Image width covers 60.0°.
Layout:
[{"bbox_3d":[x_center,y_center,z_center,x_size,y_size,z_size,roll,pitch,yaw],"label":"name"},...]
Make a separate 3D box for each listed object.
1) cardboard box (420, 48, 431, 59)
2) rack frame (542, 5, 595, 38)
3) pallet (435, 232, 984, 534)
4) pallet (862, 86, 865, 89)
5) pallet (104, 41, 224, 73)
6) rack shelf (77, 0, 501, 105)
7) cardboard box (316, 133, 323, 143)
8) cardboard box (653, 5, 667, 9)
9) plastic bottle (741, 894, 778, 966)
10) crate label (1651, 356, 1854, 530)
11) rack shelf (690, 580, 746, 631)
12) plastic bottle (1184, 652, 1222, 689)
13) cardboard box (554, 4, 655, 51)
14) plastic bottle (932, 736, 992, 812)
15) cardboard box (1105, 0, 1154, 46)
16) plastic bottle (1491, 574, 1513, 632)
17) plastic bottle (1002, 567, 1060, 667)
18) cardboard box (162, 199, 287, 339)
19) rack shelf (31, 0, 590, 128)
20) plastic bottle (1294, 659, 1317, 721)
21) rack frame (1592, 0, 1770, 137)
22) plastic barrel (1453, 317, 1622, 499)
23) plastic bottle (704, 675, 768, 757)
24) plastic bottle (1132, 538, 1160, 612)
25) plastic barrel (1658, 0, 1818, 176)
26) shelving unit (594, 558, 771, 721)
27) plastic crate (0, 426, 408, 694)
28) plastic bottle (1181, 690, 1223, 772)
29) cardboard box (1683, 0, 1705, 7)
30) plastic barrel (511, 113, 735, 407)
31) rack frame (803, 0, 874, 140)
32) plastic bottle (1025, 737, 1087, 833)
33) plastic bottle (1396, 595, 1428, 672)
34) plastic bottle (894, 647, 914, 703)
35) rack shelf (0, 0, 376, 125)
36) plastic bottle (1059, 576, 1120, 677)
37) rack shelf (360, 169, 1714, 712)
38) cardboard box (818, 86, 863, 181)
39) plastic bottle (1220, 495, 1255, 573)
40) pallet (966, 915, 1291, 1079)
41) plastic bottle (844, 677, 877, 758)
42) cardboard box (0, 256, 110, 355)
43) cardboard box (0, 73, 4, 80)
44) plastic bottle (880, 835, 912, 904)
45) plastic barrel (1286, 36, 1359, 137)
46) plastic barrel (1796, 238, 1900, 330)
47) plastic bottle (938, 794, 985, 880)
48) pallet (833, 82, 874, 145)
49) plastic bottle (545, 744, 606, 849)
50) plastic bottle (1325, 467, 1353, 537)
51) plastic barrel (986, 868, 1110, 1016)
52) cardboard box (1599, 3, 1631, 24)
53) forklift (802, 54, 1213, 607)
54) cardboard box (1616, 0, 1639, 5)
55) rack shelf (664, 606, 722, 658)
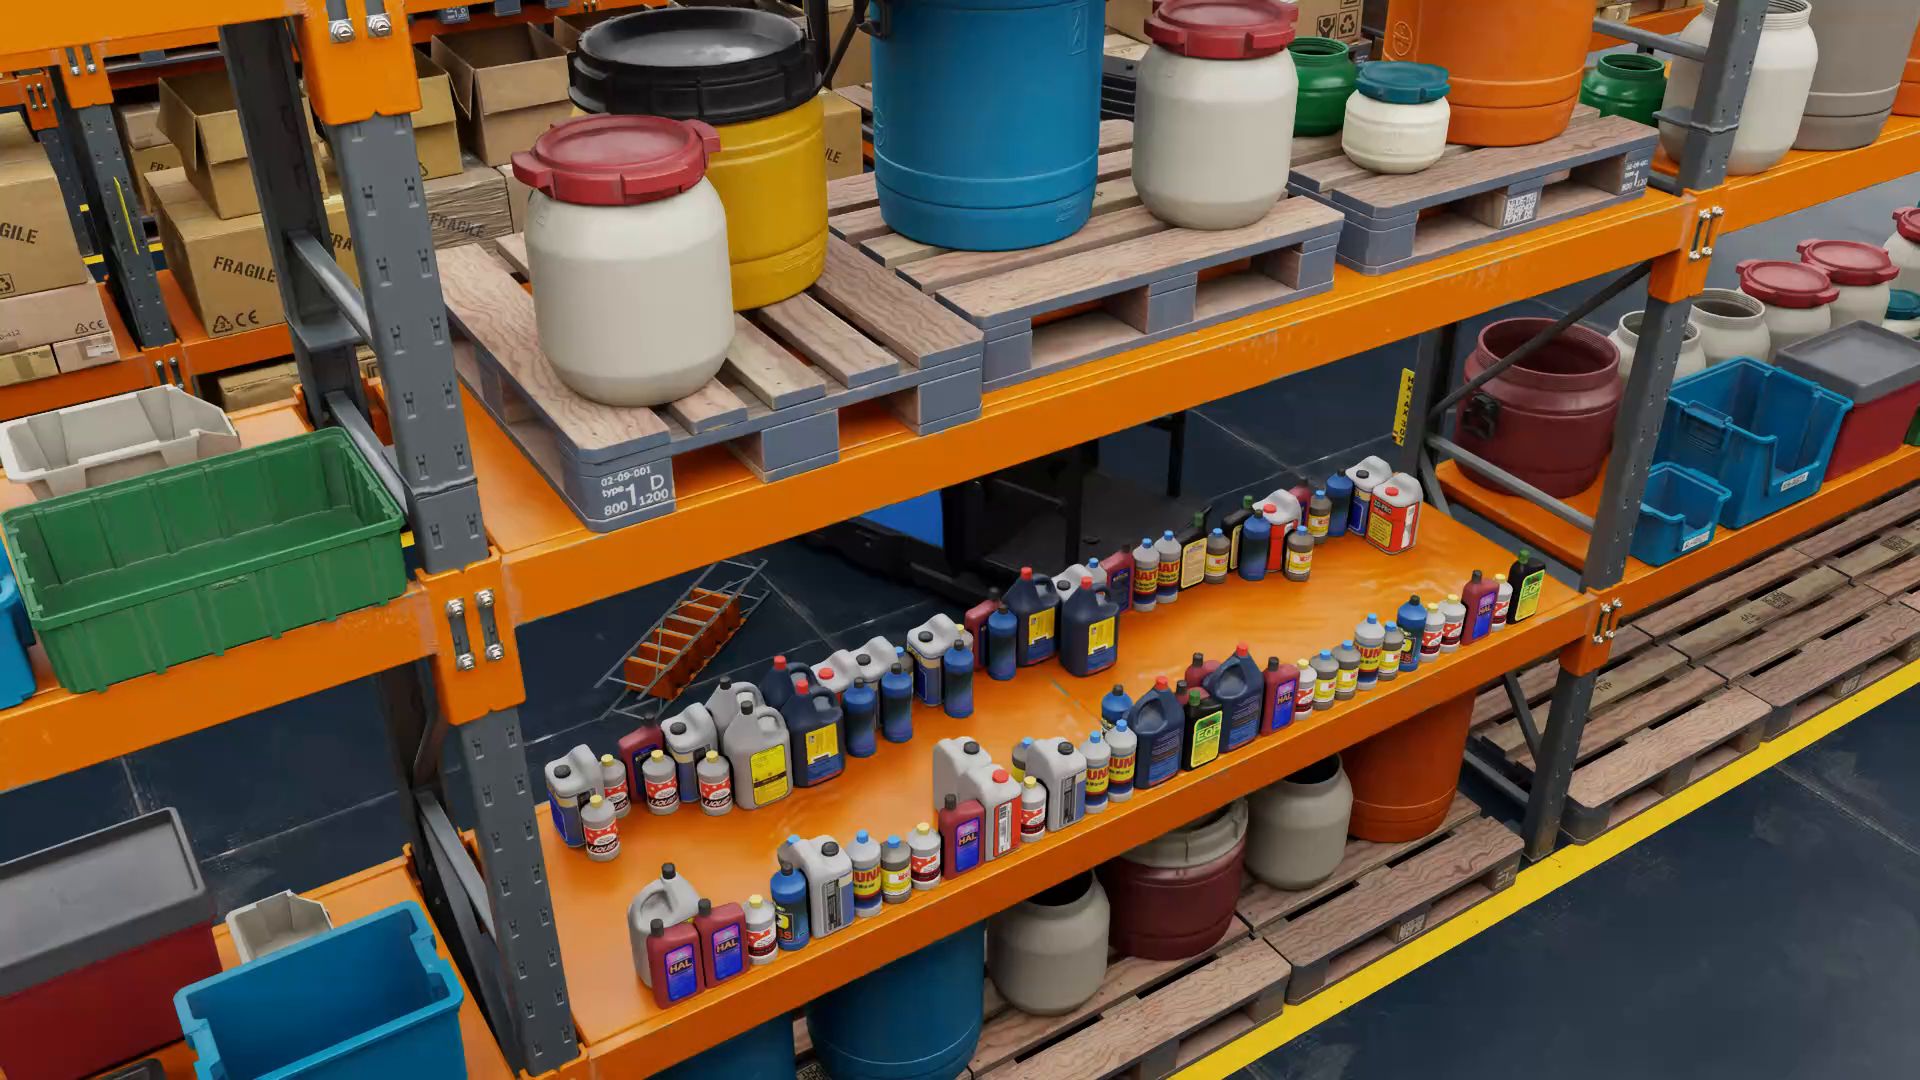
[{"bbox_3d":[-4.057,-3.652,12.974,0.500,0.250,0.500,-18,37,-27],"label":"cardboard box"},{"bbox_3d":[-3.206,-4.680,13.358,0.127,3.000,1.000,-19,37,-27],"label":"rack frame"},{"bbox_3d":[-0.676,-0.509,4.111,1.003,0.211,1.213,-19,37,-27],"label":"pallet"},{"bbox_3d":[-1.478,-4.046,14.965,1.213,0.211,1.003,-19,37,-27],"label":"pallet"},{"bbox_3d":[-5.847,-3.599,11.823,1.213,0.211,1.003,-19,37,-27],"label":"pallet"},{"bbox_3d":[-2.284,-2.813,8.261,4.000,0.370,1.077,-19,37,-27],"label":"rack shelf"},{"bbox_3d":[-4.926,-3.050,12.723,0.500,0.500,0.500,-18,37,-26],"label":"cardboard box"},{"bbox_3d":[-2.645,-4.042,14.061,0.750,0.750,1.050,-20,37,-28],"label":"cardboard box"},{"bbox_3d":[-0.543,1.040,4.477,0.097,0.201,0.097,0,32,0],"label":"plastic bottle"},{"bbox_3d":[3.062,-0.387,6.519,0.616,0.435,0.502,-19,37,-27],"label":"crate label"},{"bbox_3d":[-1.176,0.313,8.067,0.258,0.180,0.103,12,35,19],"label":"rack shelf"},{"bbox_3d":[0.777,0.471,5.301,0.133,0.283,0.061,-19,37,-27],"label":"plastic bottle"},{"bbox_3d":[-1.776,-2.502,8.871,0.637,0.503,0.797,-18,36,-26],"label":"cardboard box"},{"bbox_3d":[0.009,0.704,4.939,0.135,0.276,0.152,-19,37,-27],"label":"plastic bottle"},{"bbox_3d":[1.352,-3.262,10.619,0.637,0.503,0.797,-15,35,-22],"label":"cardboard box"},{"bbox_3d":[1.864,0.212,5.789,0.097,0.201,0.097,0,32,0],"label":"plastic bottle"},{"bbox_3d":[0.239,0.240,5.604,0.185,0.351,0.144,-19,37,-27],"label":"plastic bottle"},{"bbox_3d":[-3.443,-1.334,7.959,0.500,0.500,0.500,-19,37,-27],"label":"cardboard box"},{"bbox_3d":[-4.887,-3.798,12.634,4.000,0.370,1.077,-19,37,-27],"label":"rack shelf"},{"bbox_3d":[1.098,0.475,5.371,0.097,0.201,0.097,0,32,0],"label":"plastic bottle"},{"bbox_3d":[2.080,-2.743,4.664,0.127,3.000,1.000,-19,37,-27],"label":"rack frame"},{"bbox_3d":[2.306,-0.533,6.657,0.708,0.536,0.600,-19,37,-27],"label":"plastic barrel"},{"bbox_3d":[-0.687,0.559,5.099,0.185,0.351,0.144,-19,37,-27],"label":"plastic bottle"},{"bbox_3d":[0.652,0.117,5.874,0.097,0.271,0.097,0,32,0],"label":"plastic bottle"},{"bbox_3d":[2.507,-1.474,5.359,0.421,0.512,0.421,0,32,0],"label":"plastic barrel"},{"bbox_3d":[-1.284,0.455,7.845,0.258,0.189,1.200,12,35,19],"label":"shelving unit"},{"bbox_3d":[-1.474,0.029,3.279,0.662,0.188,0.450,-19,37,-27],"label":"plastic crate"},{"bbox_3d":[0.743,0.574,5.138,0.133,0.283,0.061,-19,37,-27],"label":"plastic bottle"},{"bbox_3d":[5.600,-4.291,12.976,0.250,0.149,0.380,-19,37,-27],"label":"cardboard box"},{"bbox_3d":[-0.704,-0.593,3.546,0.433,0.535,0.433,0,32,0],"label":"plastic barrel"},{"bbox_3d":[-0.603,-2.427,9.786,0.127,3.000,1.000,-19,37,-27],"label":"rack frame"},{"bbox_3d":[0.287,0.705,4.937,0.135,0.276,0.152,-19,37,-27],"label":"plastic bottle"},{"bbox_3d":[1.507,0.305,5.576,0.097,0.271,0.097,0,32,0],"label":"plastic bottle"},{"bbox_3d":[-0.199,0.439,5.428,0.097,0.201,0.097,0,32,0],"label":"plastic bottle"},{"bbox_3d":[-2.963,-0.535,2.214,4.000,0.370,1.077,-19,37,-27],"label":"rack shelf"},{"bbox_3d":[0.435,0.270,5.557,0.185,0.351,0.144,-19,37,-27],"label":"plastic bottle"},{"bbox_3d":[0.399,-0.592,4.740,4.000,0.370,1.077,-19,37,-27],"label":"rack shelf"},{"bbox_3d":[-0.884,-2.216,9.357,0.500,0.500,0.500,-18,36,-26],"label":"cardboard box"},{"bbox_3d":[1.015,-0.024,6.087,0.133,0.283,0.061,-19,37,-27],"label":"plastic bottle"},{"bbox_3d":[0.416,1.571,6.062,1.213,0.211,1.003,-19,37,-27],"label":"pallet"},{"bbox_3d":[-0.312,0.545,5.195,0.097,0.271,0.097,0,32,0],"label":"plastic bottle"},{"bbox_3d":[-4.194,-1.088,7.525,0.500,0.250,0.500,-20,37,-28],"label":"cardboard box"},{"bbox_3d":[-6.681,-3.230,11.295,0.250,0.149,0.380,-19,37,-28],"label":"cardboard box"},{"bbox_3d":[-0.185,0.916,4.672,0.097,0.201,0.097,0,32,0],"label":"plastic bottle"},{"bbox_3d":[1.065,-1.383,5.072,0.294,0.245,0.294,0,32,0],"label":"plastic barrel"},{"bbox_3d":[3.903,-1.029,7.443,0.433,0.535,0.433,0,32,0],"label":"plastic barrel"},{"bbox_3d":[0.004,0.828,4.735,0.133,0.283,0.061,-19,37,-27],"label":"plastic bottle"},{"bbox_3d":[-0.062,-2.600,10.239,1.003,0.211,1.213,-19,37,-27],"label":"pallet"},{"bbox_3d":[-1.126,0.744,4.875,0.135,0.276,0.152,-19,37,-27],"label":"plastic bottle"},{"bbox_3d":[1.429,-0.150,6.297,0.097,0.271,0.097,0,32,0],"label":"plastic bottle"},{"bbox_3d":[0.303,1.348,5.741,0.421,0.512,0.421,0,32,0],"label":"plastic barrel"},{"bbox_3d":[4.789,-3.978,12.480,0.250,0.149,0.380,-19,37,-27],"label":"cardboard box"},{"bbox_3d":[0.580,-1.025,7.627,3.031,2.935,1.130,20,38,29],"label":"forklift"},{"bbox_3d":[4.845,-4.437,12.601,0.500,0.500,0.875,-19,37,-27],"label":"cardboard box"},{"bbox_3d":[-1.267,0.433,7.879,0.258,0.180,0.103,12,35,19],"label":"rack shelf"}]
